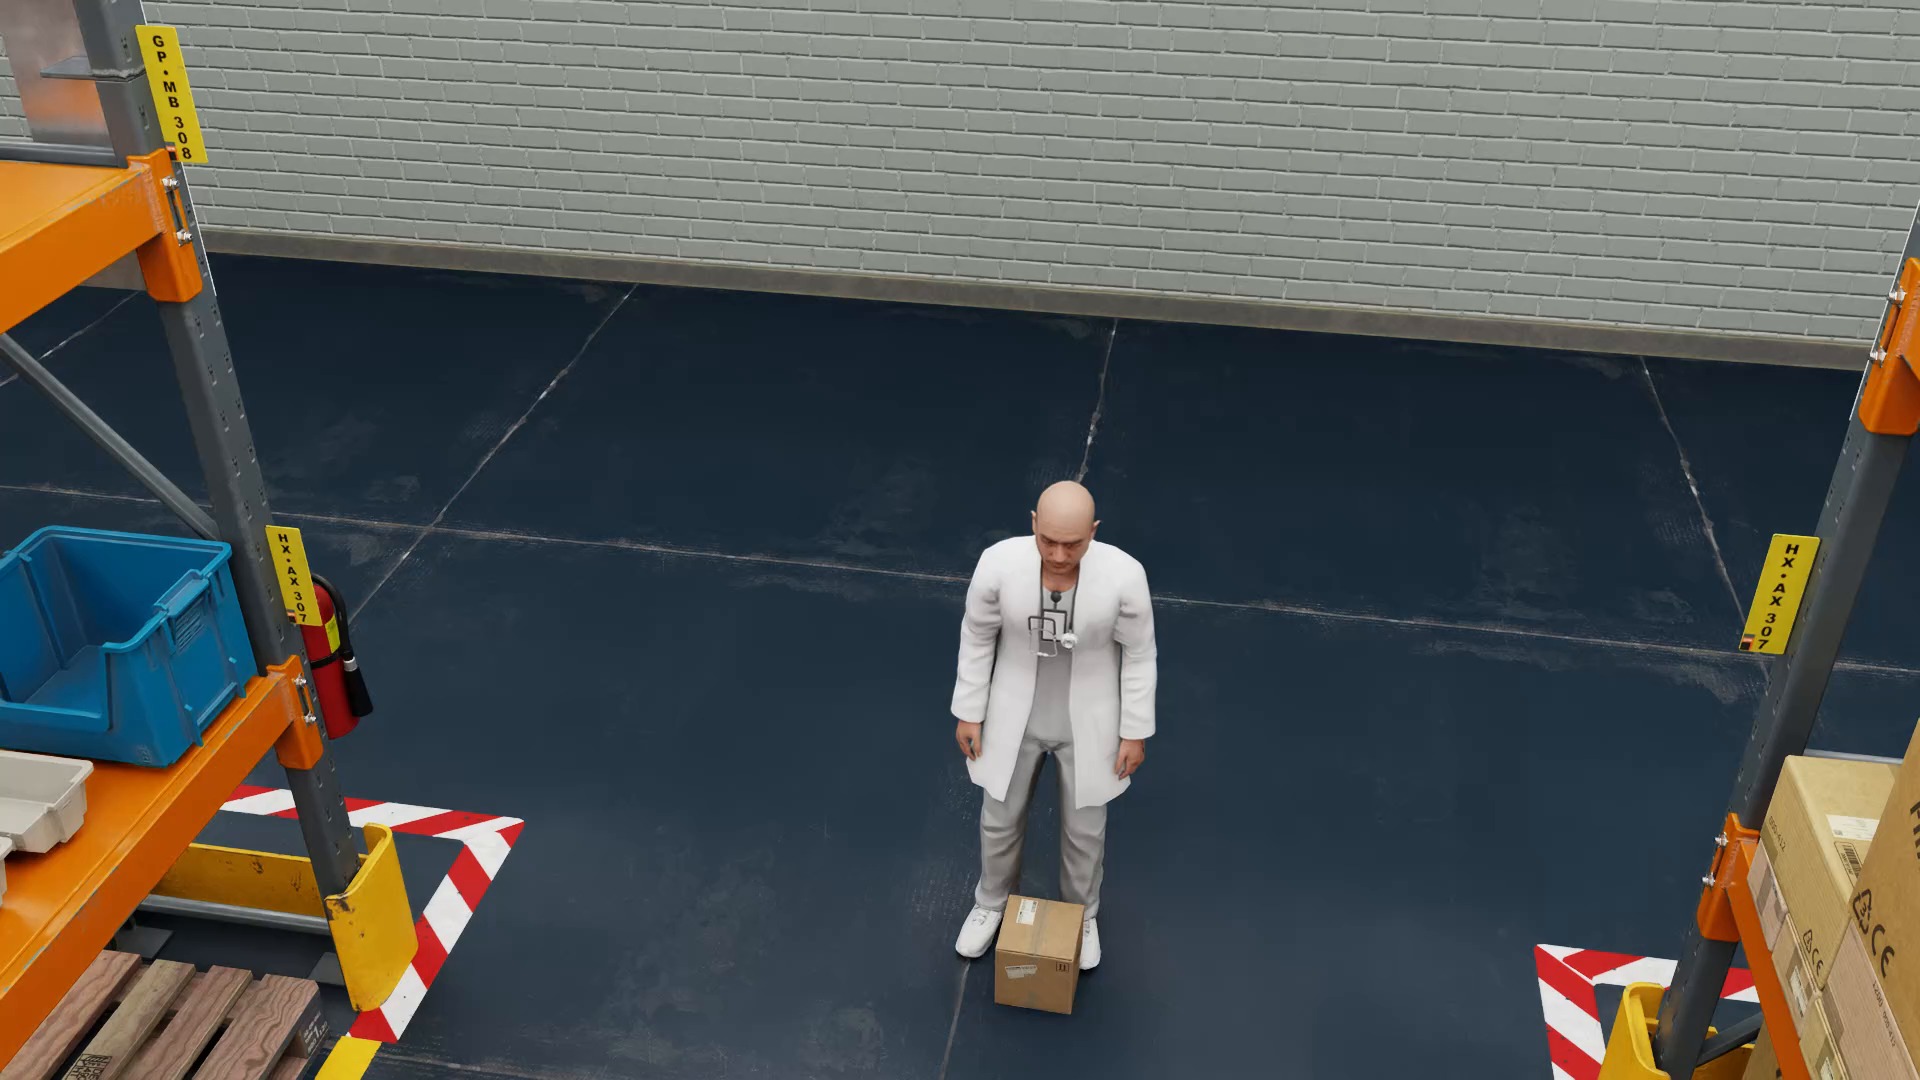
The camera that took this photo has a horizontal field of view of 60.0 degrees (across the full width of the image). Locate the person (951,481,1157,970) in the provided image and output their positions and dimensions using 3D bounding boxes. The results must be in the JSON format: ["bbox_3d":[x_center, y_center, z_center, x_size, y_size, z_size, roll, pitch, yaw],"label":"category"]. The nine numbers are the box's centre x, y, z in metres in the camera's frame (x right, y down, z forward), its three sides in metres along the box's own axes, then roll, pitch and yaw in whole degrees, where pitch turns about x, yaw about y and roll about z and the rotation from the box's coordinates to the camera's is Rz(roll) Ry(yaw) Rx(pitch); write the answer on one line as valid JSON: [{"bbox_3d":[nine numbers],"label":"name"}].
[{"bbox_3d":[0.291,0.653,5.277,0.643,1.592,0.422,5,32,8],"label":"person"}]
